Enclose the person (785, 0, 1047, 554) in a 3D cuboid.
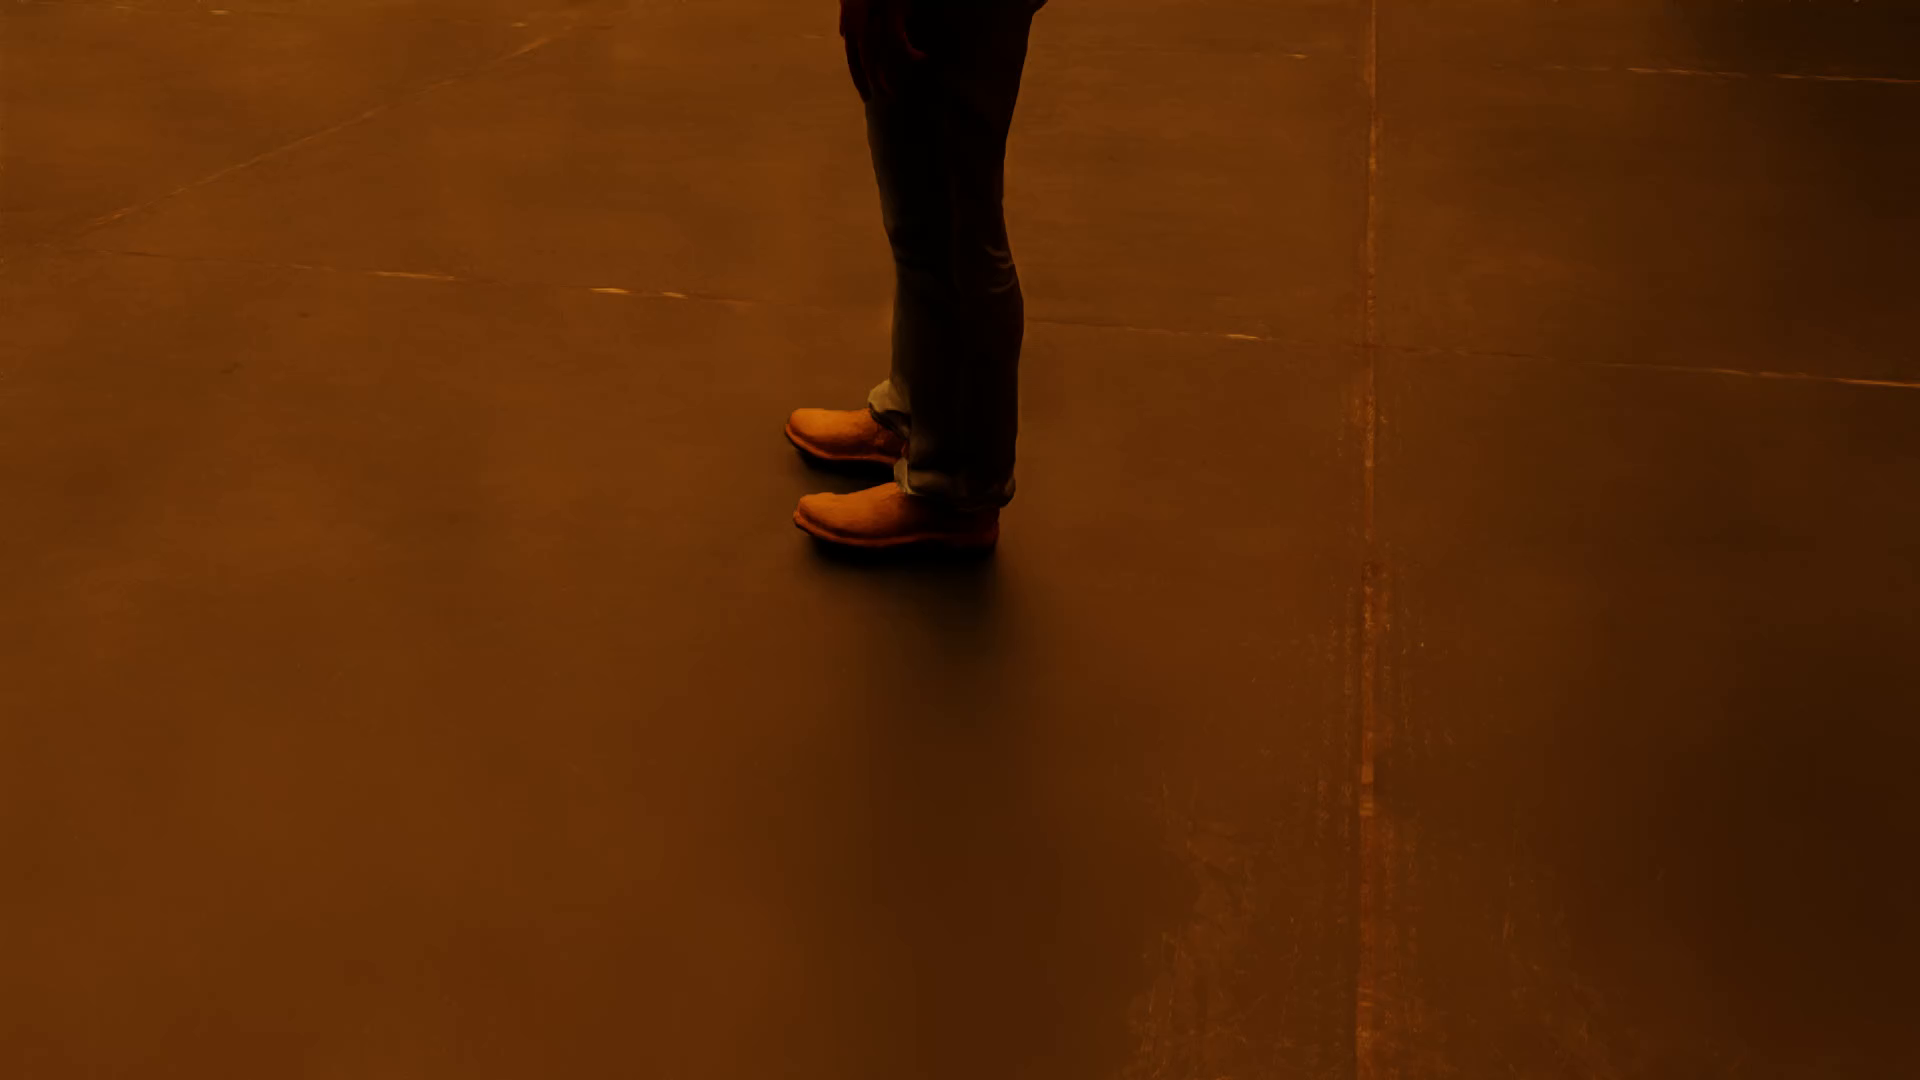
[{"bbox_3d":[-0.067,-0.804,2.117,0.575,1.765,0.665,6,27,11],"label":"person"}]
